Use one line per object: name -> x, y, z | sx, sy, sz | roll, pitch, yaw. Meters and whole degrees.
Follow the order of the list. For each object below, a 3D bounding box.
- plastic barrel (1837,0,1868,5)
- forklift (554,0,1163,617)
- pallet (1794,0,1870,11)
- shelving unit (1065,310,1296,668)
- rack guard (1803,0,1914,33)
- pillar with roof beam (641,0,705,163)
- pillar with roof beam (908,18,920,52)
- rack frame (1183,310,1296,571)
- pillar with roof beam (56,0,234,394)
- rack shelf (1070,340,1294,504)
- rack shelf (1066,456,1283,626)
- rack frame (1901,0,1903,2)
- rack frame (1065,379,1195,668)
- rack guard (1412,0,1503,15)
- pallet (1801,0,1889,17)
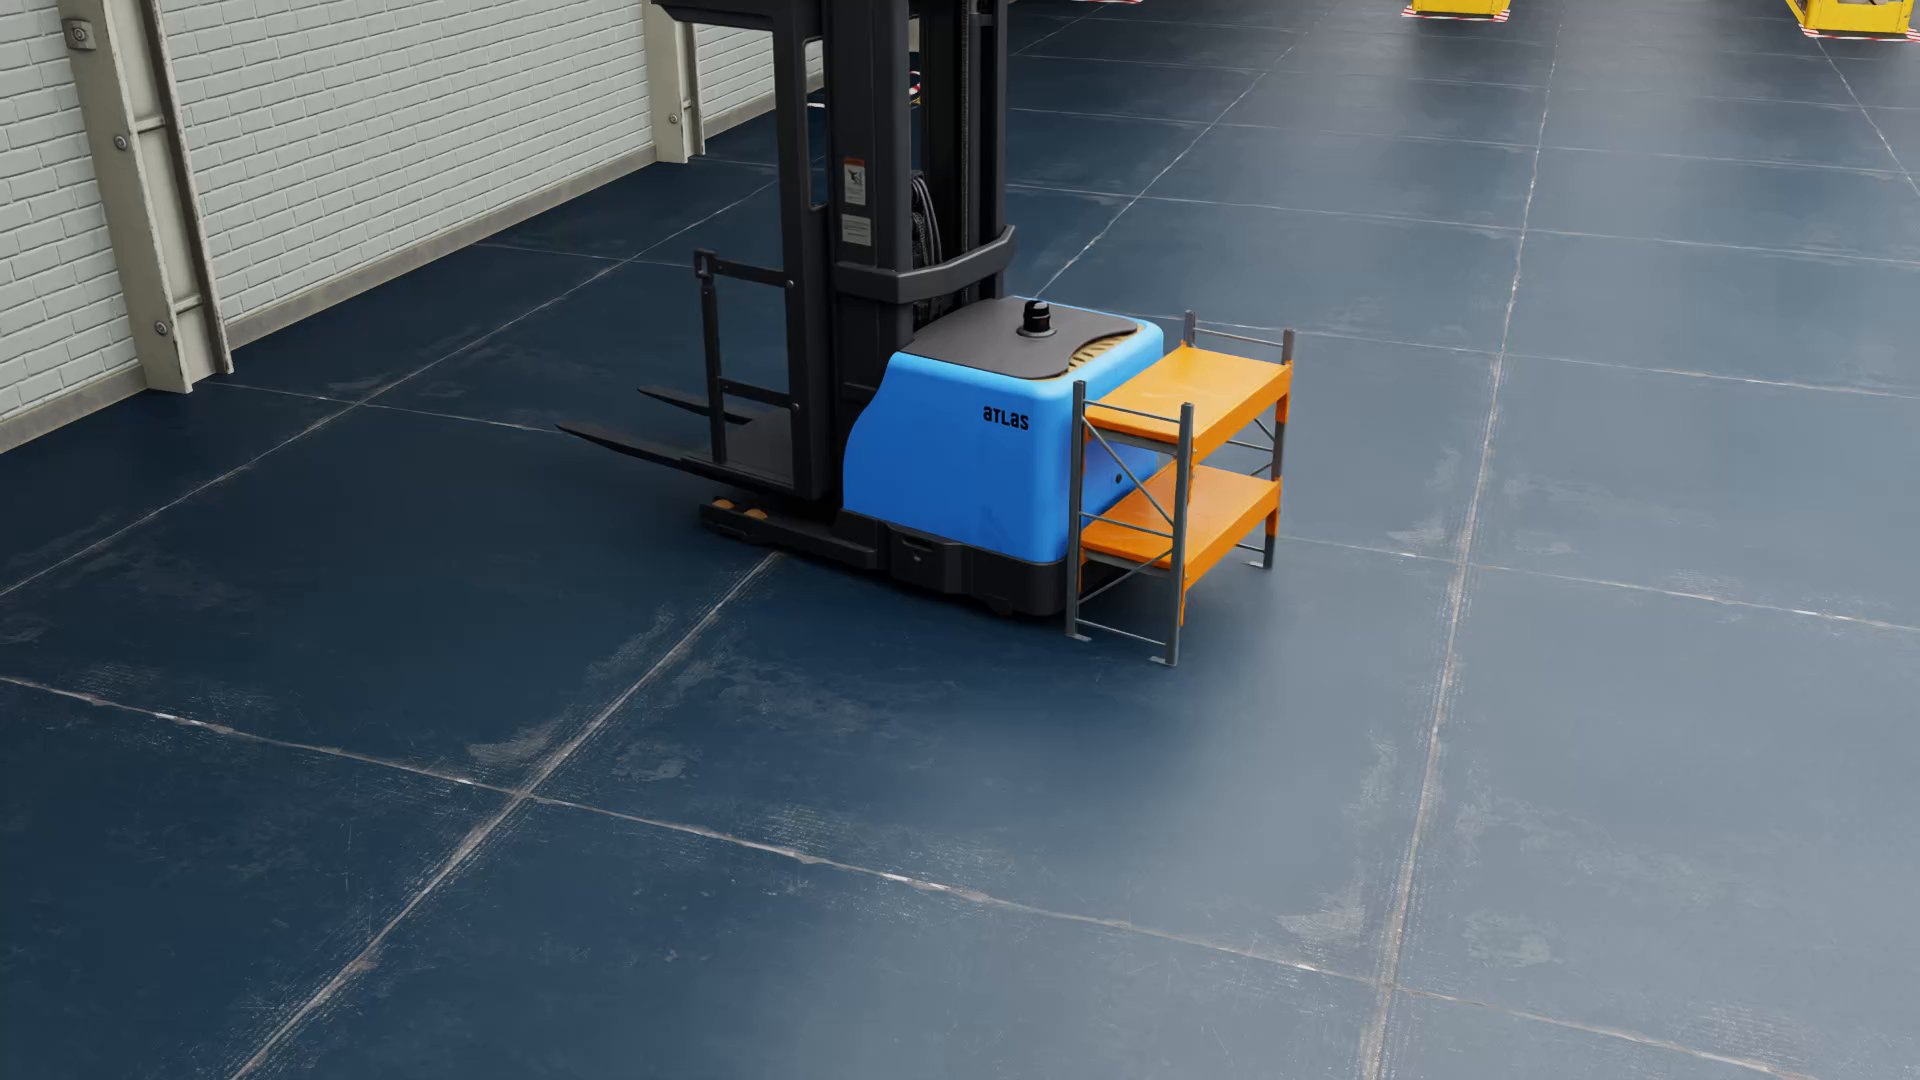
plastic barrel -> 11.575, -7.186, 21.522 | 0.421, 0.512, 0.421 | 0, 26, 0
forklift -> -0.614, -1.471, 7.424 | 3.031, 2.935, 1.130 | 16, 30, 29
pallet -> 12.092, -7.450, 22.896 | 1.003, 0.211, 1.213 | 9, 27, 17
shelving unit -> 0.927, -0.244, 6.963 | 0.538, 1.125, 1.048 | 15, 30, 28
rack guard -> 11.409, -6.748, 21.113 | 1.175, 0.500, 0.348 | 9, 27, 17
pillar with roof beam -> 1.569, -6.829, 11.528 | 9.100, 9.000, 0.400 | 9, 27, 17
pillar with roof beam -> 3.566, -9.295, 16.621 | 9.100, 9.000, 0.400 | 9, 27, 17
rack frame -> 1.195, -0.432, 7.351 | 0.500, 1.125, 0.032 | 15, 30, 28
pillar with roof beam -> -0.427, -4.363, 6.436 | 9.100, 9.000, 0.400 | 9, 27, 17
rack shelf -> 0.927, -0.507, 6.835 | 0.538, 0.278, 1.000 | 15, 30, 28
rack shelf -> 0.927, -0.024, 7.069 | 0.538, 0.278, 1.000 | 15, 30, 28
rack frame -> 11.428, -7.835, 20.489 | 1.000, 3.000, 0.127 | 9, 27, 17
rack frame -> 0.658, -0.056, 6.574 | 0.500, 1.125, 0.032 | 15, 30, 28
rack guard -> 6.750, -7.420, 22.501 | 1.175, 0.500, 0.348 | 9, 27, 17
pallet -> 11.684, -6.951, 21.864 | 1.003, 0.211, 1.213 | 9, 27, 17
